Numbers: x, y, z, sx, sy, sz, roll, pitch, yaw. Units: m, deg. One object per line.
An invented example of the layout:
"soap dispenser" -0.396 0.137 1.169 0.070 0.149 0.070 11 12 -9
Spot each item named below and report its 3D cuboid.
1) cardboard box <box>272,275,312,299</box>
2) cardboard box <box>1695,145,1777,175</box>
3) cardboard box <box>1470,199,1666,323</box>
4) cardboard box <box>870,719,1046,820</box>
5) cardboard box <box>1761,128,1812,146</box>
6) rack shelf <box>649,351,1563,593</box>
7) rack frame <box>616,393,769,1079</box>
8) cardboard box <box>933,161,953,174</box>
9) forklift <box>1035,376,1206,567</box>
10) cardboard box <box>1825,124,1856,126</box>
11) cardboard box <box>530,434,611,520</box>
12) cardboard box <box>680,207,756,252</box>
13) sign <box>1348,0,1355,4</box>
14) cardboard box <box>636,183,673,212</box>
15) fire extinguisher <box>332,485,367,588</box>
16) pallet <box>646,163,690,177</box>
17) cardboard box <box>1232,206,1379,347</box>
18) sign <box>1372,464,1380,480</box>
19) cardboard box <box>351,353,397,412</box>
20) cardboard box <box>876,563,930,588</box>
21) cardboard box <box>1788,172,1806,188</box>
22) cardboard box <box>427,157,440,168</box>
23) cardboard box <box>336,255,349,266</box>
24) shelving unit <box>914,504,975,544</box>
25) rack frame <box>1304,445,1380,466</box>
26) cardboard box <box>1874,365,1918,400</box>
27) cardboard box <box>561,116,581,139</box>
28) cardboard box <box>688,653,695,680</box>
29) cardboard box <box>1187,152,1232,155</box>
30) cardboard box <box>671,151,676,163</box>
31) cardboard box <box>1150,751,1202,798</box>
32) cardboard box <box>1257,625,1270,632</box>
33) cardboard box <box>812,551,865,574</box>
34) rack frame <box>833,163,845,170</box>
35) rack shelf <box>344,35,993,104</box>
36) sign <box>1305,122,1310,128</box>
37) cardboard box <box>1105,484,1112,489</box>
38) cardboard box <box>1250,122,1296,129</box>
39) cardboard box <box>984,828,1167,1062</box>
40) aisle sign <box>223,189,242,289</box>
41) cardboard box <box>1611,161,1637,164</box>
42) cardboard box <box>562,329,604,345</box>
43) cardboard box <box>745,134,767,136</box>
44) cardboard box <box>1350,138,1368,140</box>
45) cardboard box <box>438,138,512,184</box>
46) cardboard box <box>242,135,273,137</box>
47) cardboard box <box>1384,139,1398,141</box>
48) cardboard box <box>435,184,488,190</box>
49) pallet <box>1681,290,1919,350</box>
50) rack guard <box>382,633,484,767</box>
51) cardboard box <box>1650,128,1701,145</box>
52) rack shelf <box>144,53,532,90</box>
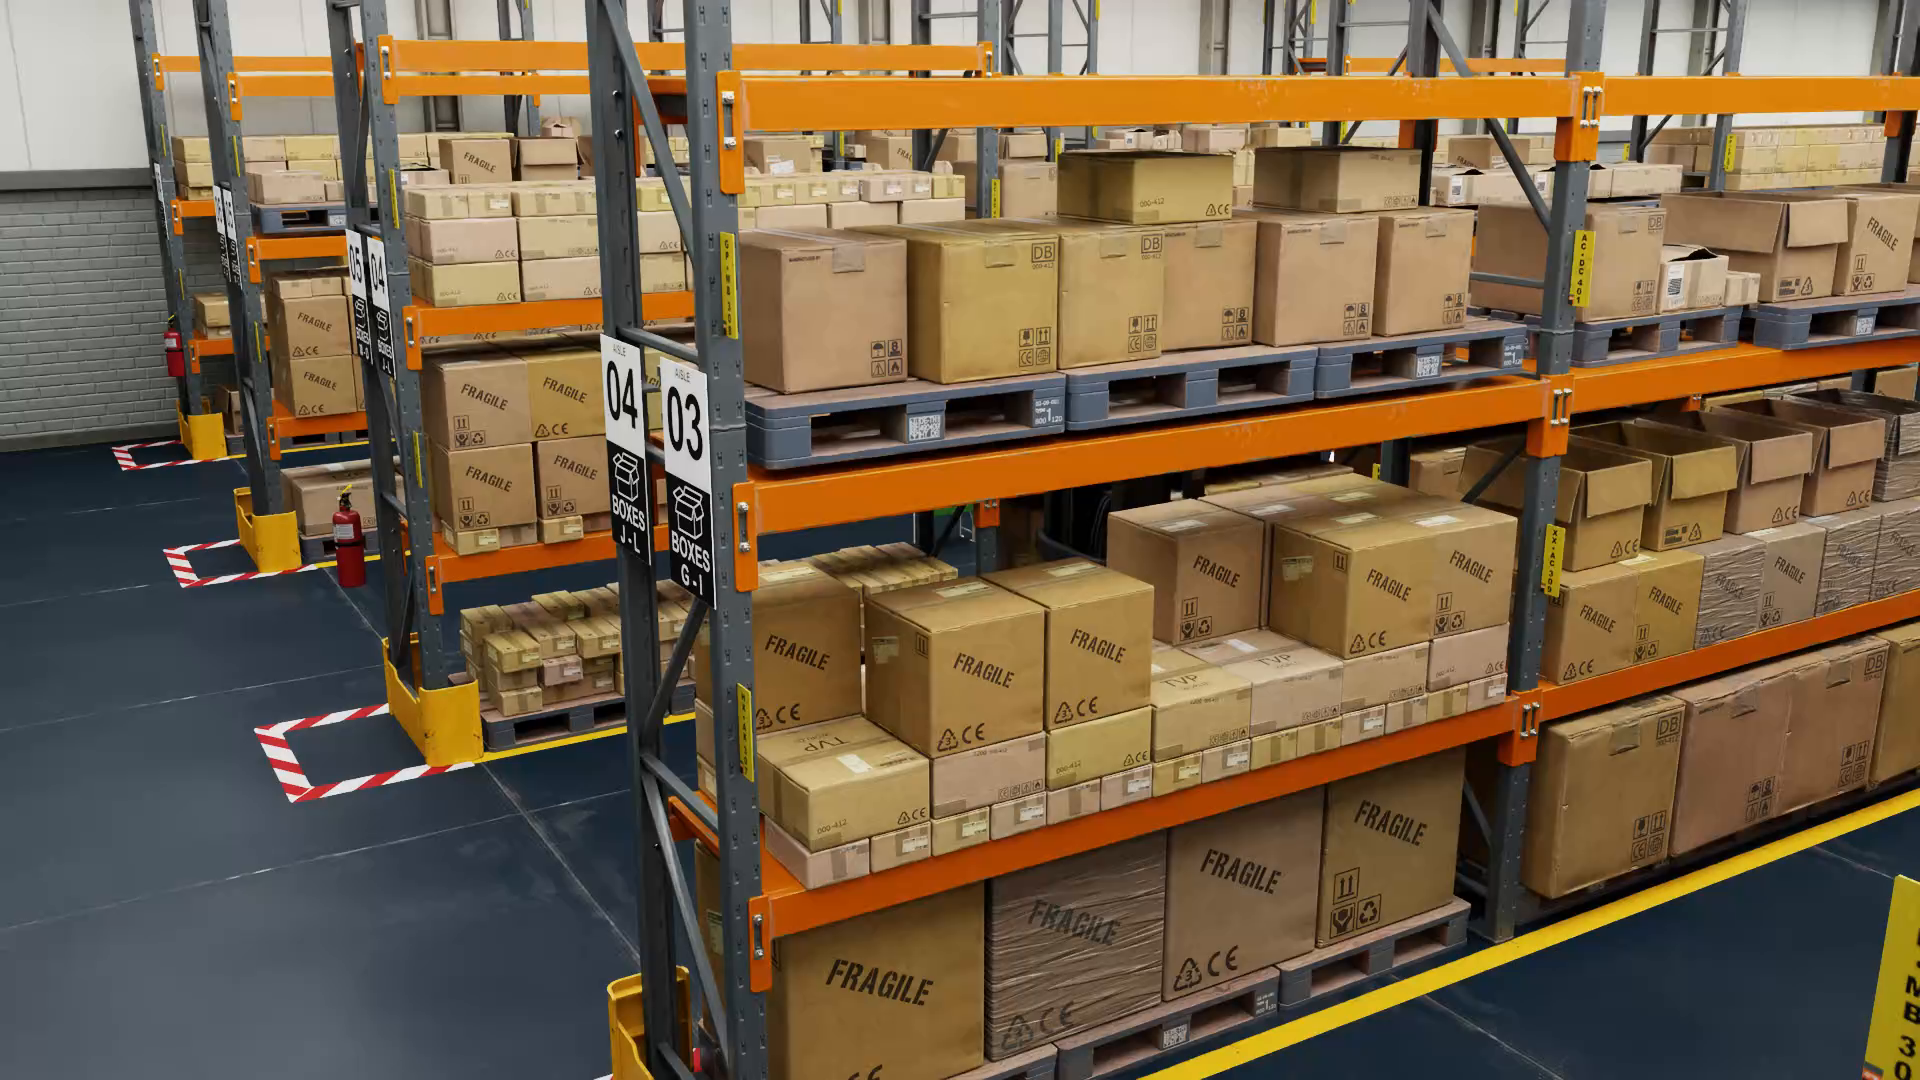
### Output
"cardboard box" -5.662 -2.143 14.097 0.250 0.149 0.380 -9 18 -29
"cardboard box" 7.377 -3.621 15.817 0.500 0.250 0.500 -9 18 -29
"cardboard box" 2.916 -1.356 8.010 0.500 0.500 0.700 -9 18 -28
"cardboard box" -0.012 0.828 6.464 0.500 0.250 0.500 -9 18 -30
"cardboard box" 7.953 -3.888 16.031 0.250 0.149 0.380 -10 18 -31
"rack shelf" 0.709 -0.399 6.890 4.000 0.370 1.077 -9 18 -30
"rack frame" -1.005 0.977 6.206 0.127 3.000 1.000 -9 18 -30
"cardboard box" -0.252 -3.737 16.937 0.258 0.266 0.396 -10 18 -31
"forklift" 1.329 -0.122 10.254 3.031 2.935 1.130 -9 18 -28
"cardboard box" 9.140 -4.288 17.457 0.250 0.149 0.380 -9 18 -29
"cardboard box" -2.500 -0.454 10.577 0.500 0.500 0.500 -9 18 -30
"cardboard box" -1.644 -2.009 10.653 0.500 0.250 0.500 -10 19 -32
"sign" 4.468 -6.271 18.924 0.005 0.325 0.100 -9 18 -30
"cardboard box" -1.930 -2.142 10.390 0.250 0.149 0.380 -9 18 -28
"fire extinguisher" -3.927 -0.039 10.667 0.183 0.674 0.296 -9 18 -30
"pallet" -3.757 -4.592 20.867 1.003 0.211 1.213 -9 18 -30
"cardboard box" 1.320 -1.125 7.000 0.500 0.500 0.700 -8 18 -27
"sign" 2.136 -0.222 8.487 0.005 0.325 0.100 -9 18 -30
"cardboard box" -5.130 -1.441 14.647 0.500 0.500 0.500 -10 18 -31
"cardboard box" -0.414 0.298 12.030 0.250 0.149 0.380 -9 18 -29
"cardboard box" 7.951 -3.504 16.136 0.250 0.149 0.380 -10 18 -31
"cardboard box" -5.964 -4.335 19.327 0.500 0.250 0.500 -10 18 -32
"cardboard box" -6.855 -3.105 19.106 0.500 0.500 0.500 -9 18 -28
"shelving unit" -0.142 -0.555 15.006 0.503 1.200 0.258 -9 18 -30
"rack frame" 3.385 -1.296 14.317 0.127 3.000 1.000 -9 18 -30
"cardboard box" 9.695 -1.478 18.123 0.875 0.875 0.875 -9 18 -29
"cardboard box" -4.803 -5.039 20.294 0.258 0.266 0.396 -9 18 -30
"cardboard box" -1.764 0.814 11.293 0.250 0.149 0.380 -10 19 -32
"cardboard box" 2.877 -4.303 18.987 0.500 0.250 0.500 -9 18 -29
"cardboard box" -3.682 -4.718 20.470 0.250 0.149 0.380 -9 18 -28
"cardboard box" 0.787 0.911 6.907 0.250 0.149 0.380 -10 18 -31
"cardboard box" 1.457 0.423 7.910 0.500 0.250 0.500 -9 18 -30
"cardboard box" -0.904 0.215 12.328 0.250 0.149 0.380 -9 18 -30
"rack frame" -1.811 -3.575 22.447 0.127 3.000 1.000 -9 18 -30
"rack shelf" -1.759 -3.003 10.629 4.000 0.370 1.077 -9 18 -30
"sign" 5.314 -6.393 25.446 0.005 0.325 0.100 -9 18 -30
"cardboard box" 0.912 -0.330 13.335 0.500 0.250 0.500 -8 18 -27
"cardboard box" 4.793 -6.312 25.505 0.500 0.500 0.500 -9 18 -28
"cardboard box" 0.282 1.564 7.271 0.875 0.875 0.875 -9 18 -30
"aisle sign" -6.021 -2.490 13.759 0.004 0.787 0.394 -9 18 -30
"cardboard box" 6.167 -3.456 15.750 0.396 0.266 0.258 -10 18 -31
"cardboard box" -2.333 -1.123 11.110 0.500 0.500 0.500 -8 18 -27
"cardboard box" -2.712 -5.232 21.790 0.250 0.149 0.380 -9 18 -30
"cardboard box" 4.789 -4.855 20.442 0.250 0.149 0.380 -9 18 -28
"cardboard box" -4.304 -3.304 14.773 0.500 0.500 0.500 -9 18 -29
"cardboard box" -7.985 -4.418 18.696 0.500 0.250 0.500 -10 18 -31
"cardboard box" 5.293 -4.767 20.129 0.250 0.149 0.380 -9 18 -30
"cardboard box" -3.089 -2.120 10.310 0.250 0.149 0.380 -9 18 -29
"pallet" 4.371 -1.230 8.874 1.213 0.211 1.003 -8 18 -27
"rack guard" -3.408 1.009 10.725 0.348 0.500 1.175 -9 18 -30
"cardboard box" 6.963 -3.935 16.196 0.250 0.149 0.380 -9 18 -30
"rack shelf" -6.954 -5.282 18.760 4.000 0.370 1.077 -9 18 -30
